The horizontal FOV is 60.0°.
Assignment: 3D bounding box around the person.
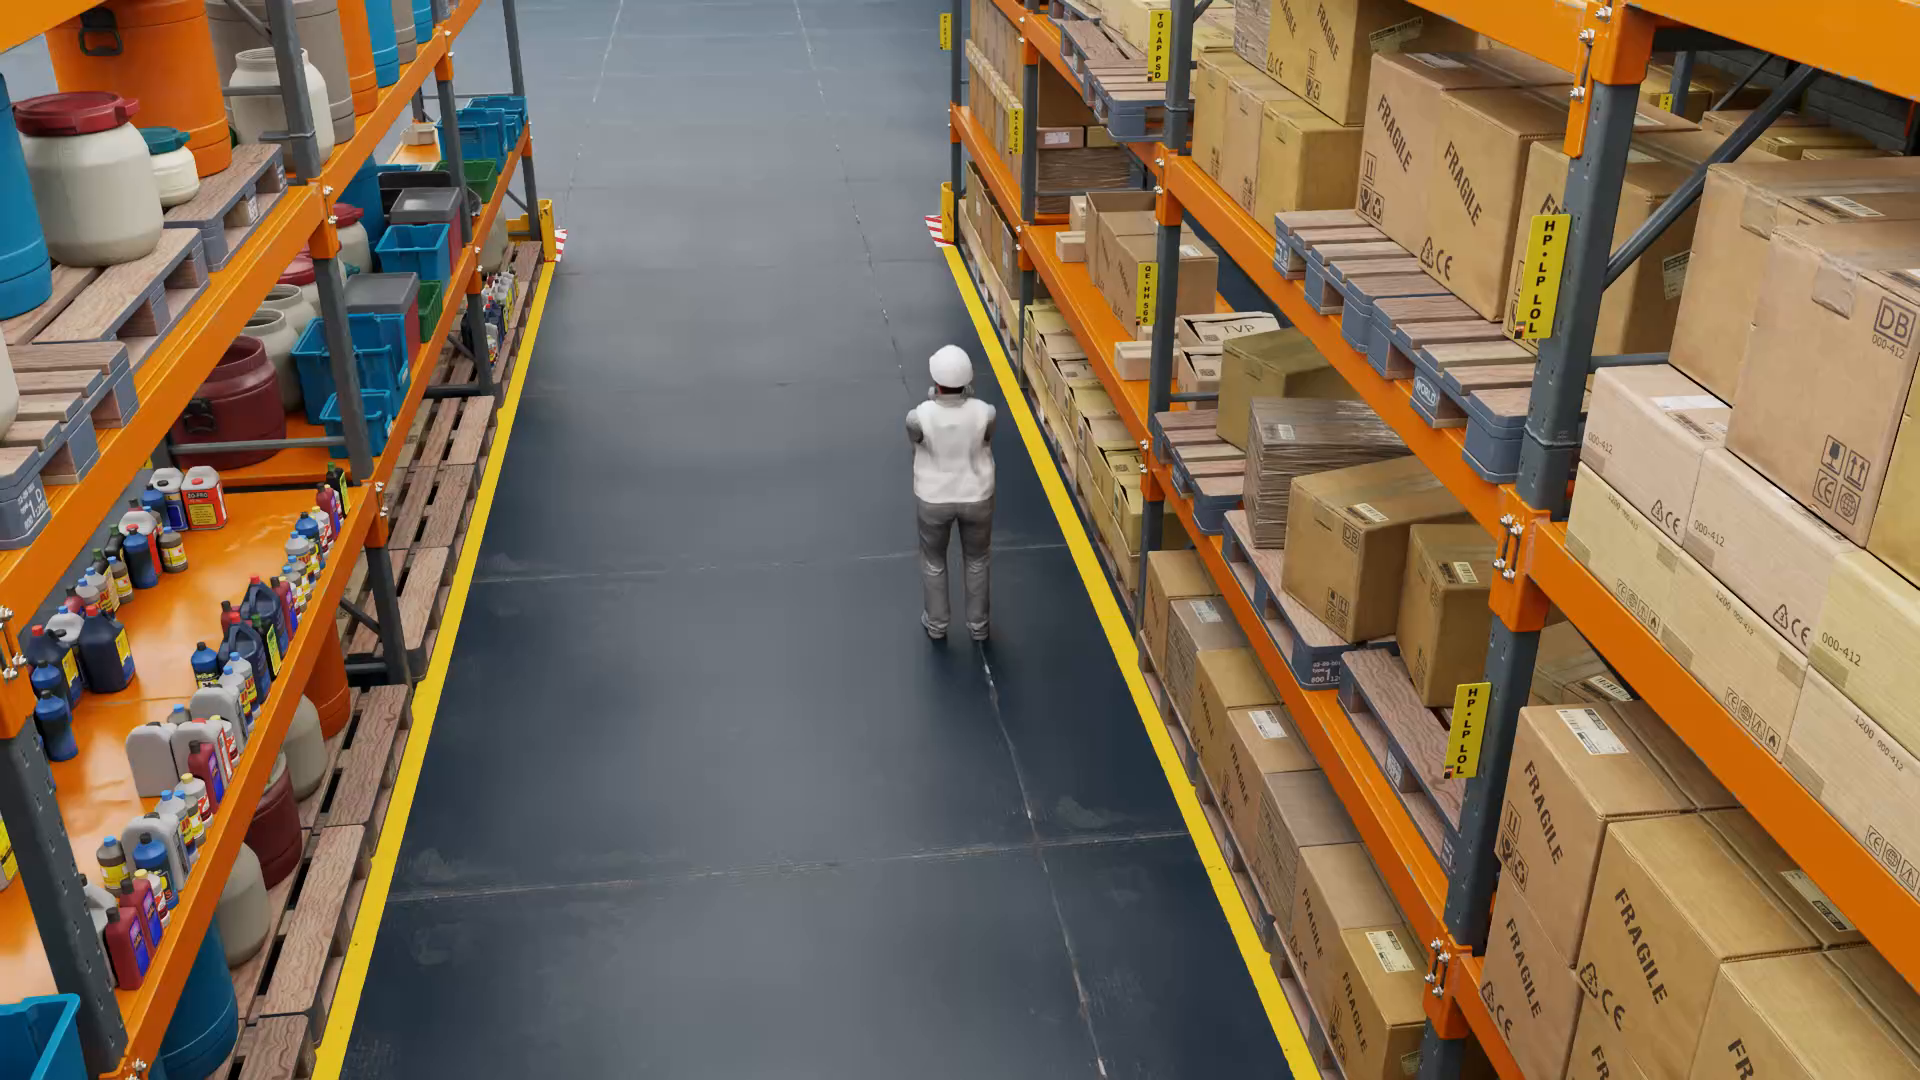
[{"bbox_3d":[-0.056,-0.285,9.159,0.494,1.762,0.551,-3,27,-6],"label":"person"}]
